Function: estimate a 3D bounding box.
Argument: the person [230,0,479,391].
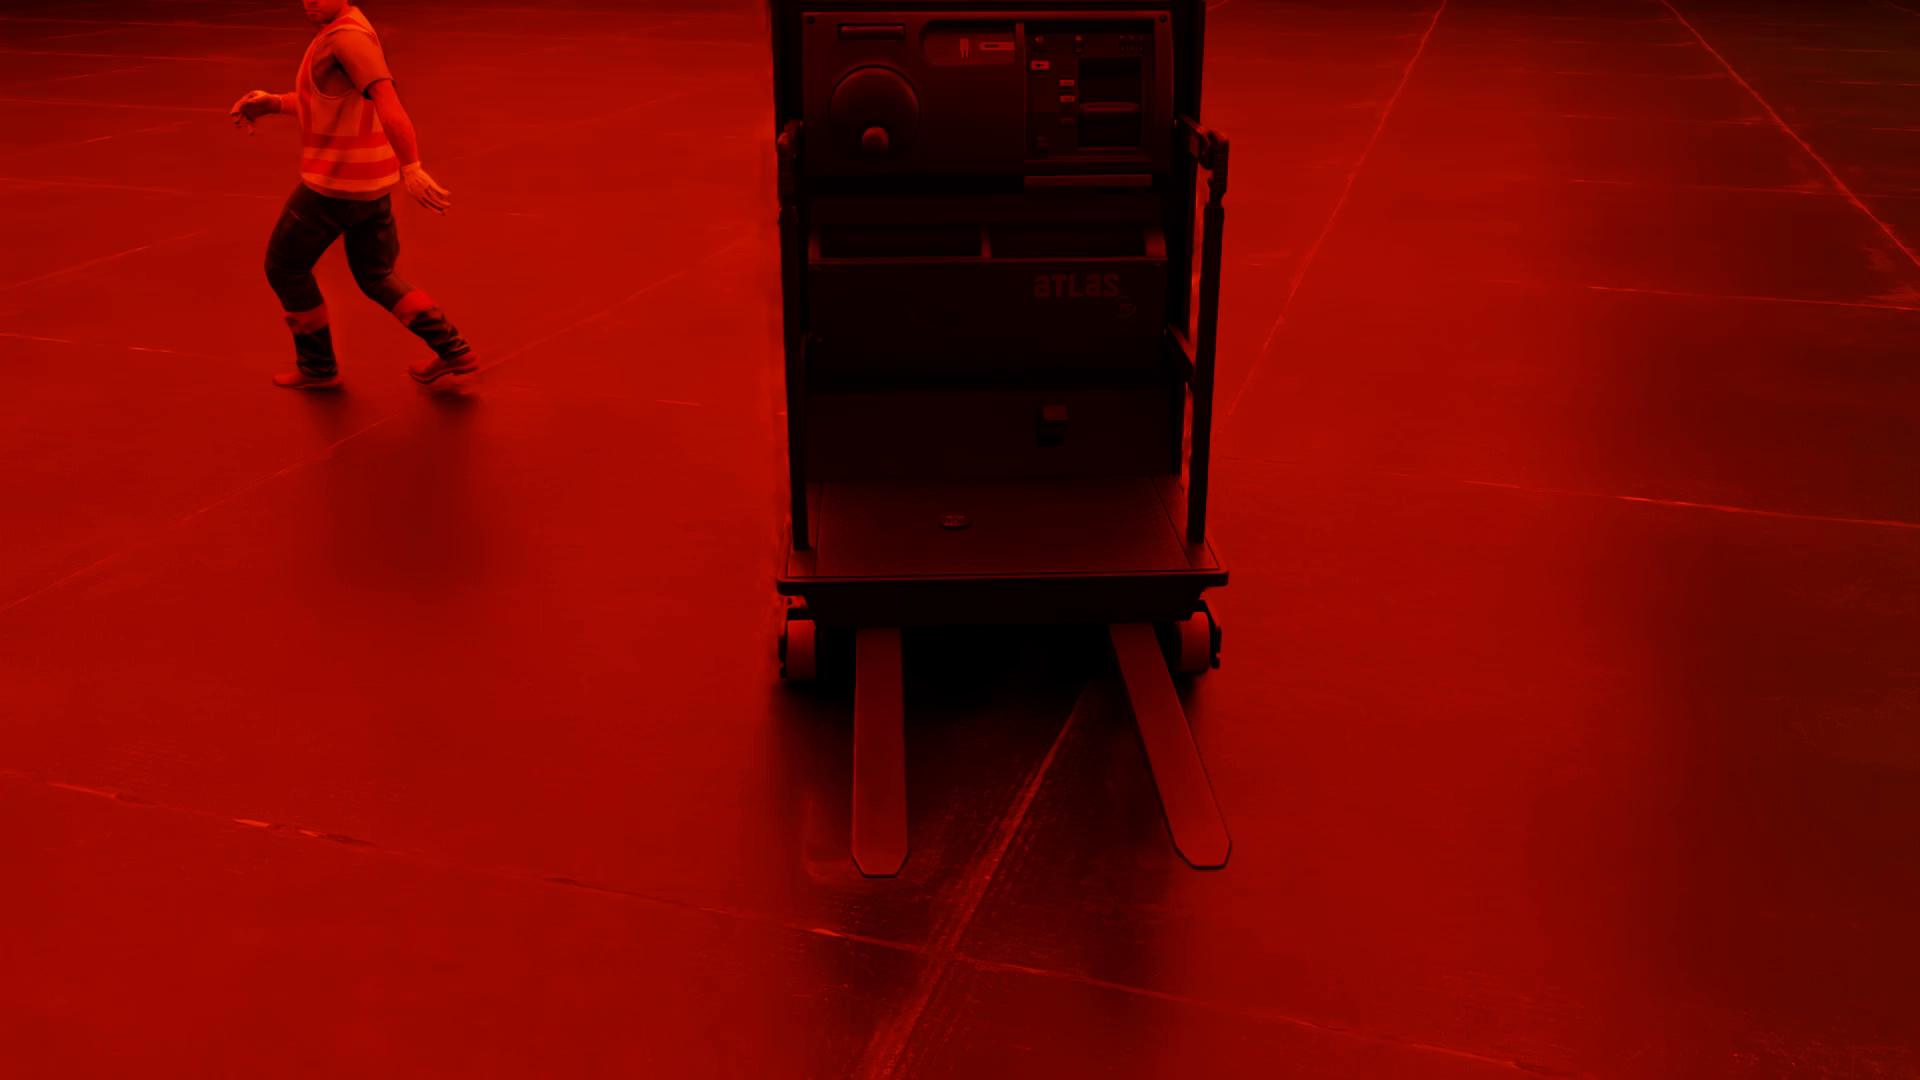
[{"bbox_3d":[-2.286,-1.356,6.226,0.933,1.698,0.569,2,23,5],"label":"person"}]

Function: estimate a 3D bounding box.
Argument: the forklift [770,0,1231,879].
[{"bbox_3d":[0.083,-1.116,3.983,1.130,2.935,3.031,-1,22,-3],"label":"forklift"}]
